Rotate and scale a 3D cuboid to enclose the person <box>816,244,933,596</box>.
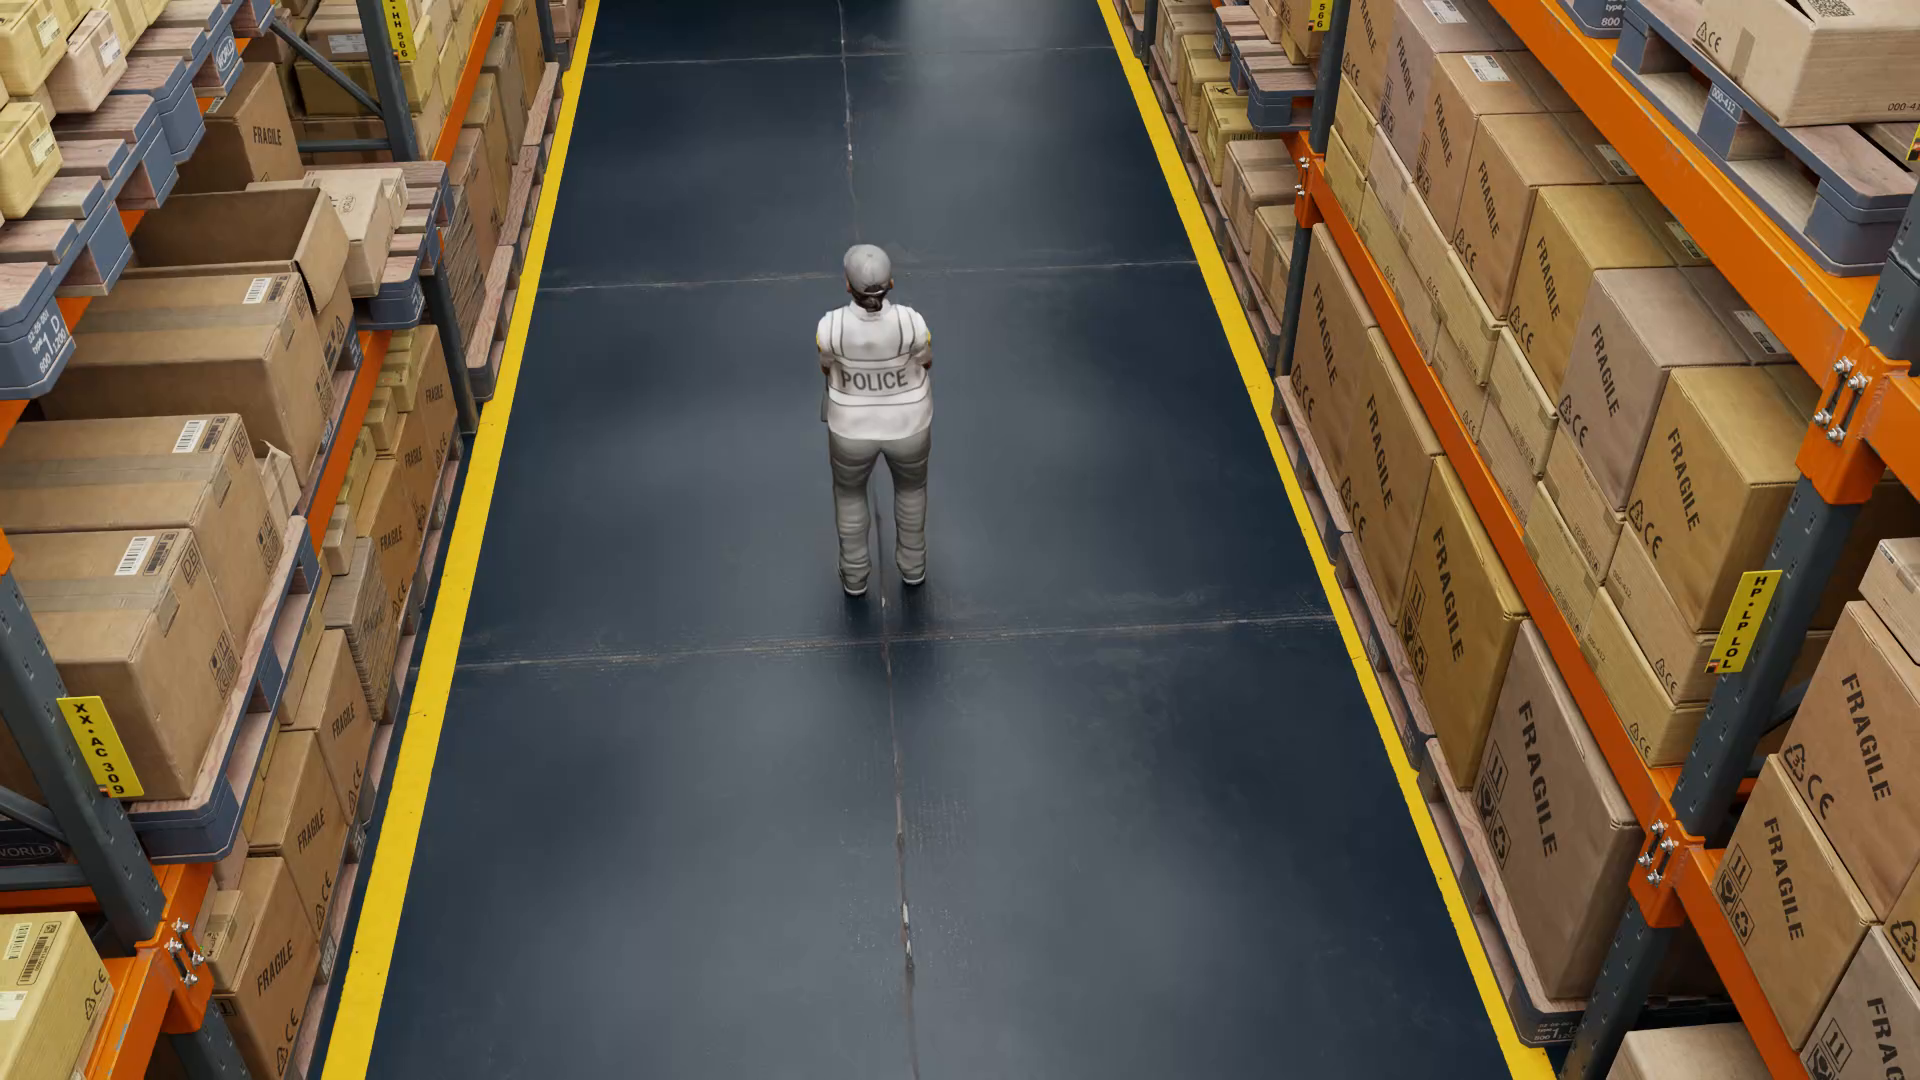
[{"bbox_3d":[-0.340,-0.519,6.795,0.454,1.659,0.520,-3,39,-3],"label":"person"}]
